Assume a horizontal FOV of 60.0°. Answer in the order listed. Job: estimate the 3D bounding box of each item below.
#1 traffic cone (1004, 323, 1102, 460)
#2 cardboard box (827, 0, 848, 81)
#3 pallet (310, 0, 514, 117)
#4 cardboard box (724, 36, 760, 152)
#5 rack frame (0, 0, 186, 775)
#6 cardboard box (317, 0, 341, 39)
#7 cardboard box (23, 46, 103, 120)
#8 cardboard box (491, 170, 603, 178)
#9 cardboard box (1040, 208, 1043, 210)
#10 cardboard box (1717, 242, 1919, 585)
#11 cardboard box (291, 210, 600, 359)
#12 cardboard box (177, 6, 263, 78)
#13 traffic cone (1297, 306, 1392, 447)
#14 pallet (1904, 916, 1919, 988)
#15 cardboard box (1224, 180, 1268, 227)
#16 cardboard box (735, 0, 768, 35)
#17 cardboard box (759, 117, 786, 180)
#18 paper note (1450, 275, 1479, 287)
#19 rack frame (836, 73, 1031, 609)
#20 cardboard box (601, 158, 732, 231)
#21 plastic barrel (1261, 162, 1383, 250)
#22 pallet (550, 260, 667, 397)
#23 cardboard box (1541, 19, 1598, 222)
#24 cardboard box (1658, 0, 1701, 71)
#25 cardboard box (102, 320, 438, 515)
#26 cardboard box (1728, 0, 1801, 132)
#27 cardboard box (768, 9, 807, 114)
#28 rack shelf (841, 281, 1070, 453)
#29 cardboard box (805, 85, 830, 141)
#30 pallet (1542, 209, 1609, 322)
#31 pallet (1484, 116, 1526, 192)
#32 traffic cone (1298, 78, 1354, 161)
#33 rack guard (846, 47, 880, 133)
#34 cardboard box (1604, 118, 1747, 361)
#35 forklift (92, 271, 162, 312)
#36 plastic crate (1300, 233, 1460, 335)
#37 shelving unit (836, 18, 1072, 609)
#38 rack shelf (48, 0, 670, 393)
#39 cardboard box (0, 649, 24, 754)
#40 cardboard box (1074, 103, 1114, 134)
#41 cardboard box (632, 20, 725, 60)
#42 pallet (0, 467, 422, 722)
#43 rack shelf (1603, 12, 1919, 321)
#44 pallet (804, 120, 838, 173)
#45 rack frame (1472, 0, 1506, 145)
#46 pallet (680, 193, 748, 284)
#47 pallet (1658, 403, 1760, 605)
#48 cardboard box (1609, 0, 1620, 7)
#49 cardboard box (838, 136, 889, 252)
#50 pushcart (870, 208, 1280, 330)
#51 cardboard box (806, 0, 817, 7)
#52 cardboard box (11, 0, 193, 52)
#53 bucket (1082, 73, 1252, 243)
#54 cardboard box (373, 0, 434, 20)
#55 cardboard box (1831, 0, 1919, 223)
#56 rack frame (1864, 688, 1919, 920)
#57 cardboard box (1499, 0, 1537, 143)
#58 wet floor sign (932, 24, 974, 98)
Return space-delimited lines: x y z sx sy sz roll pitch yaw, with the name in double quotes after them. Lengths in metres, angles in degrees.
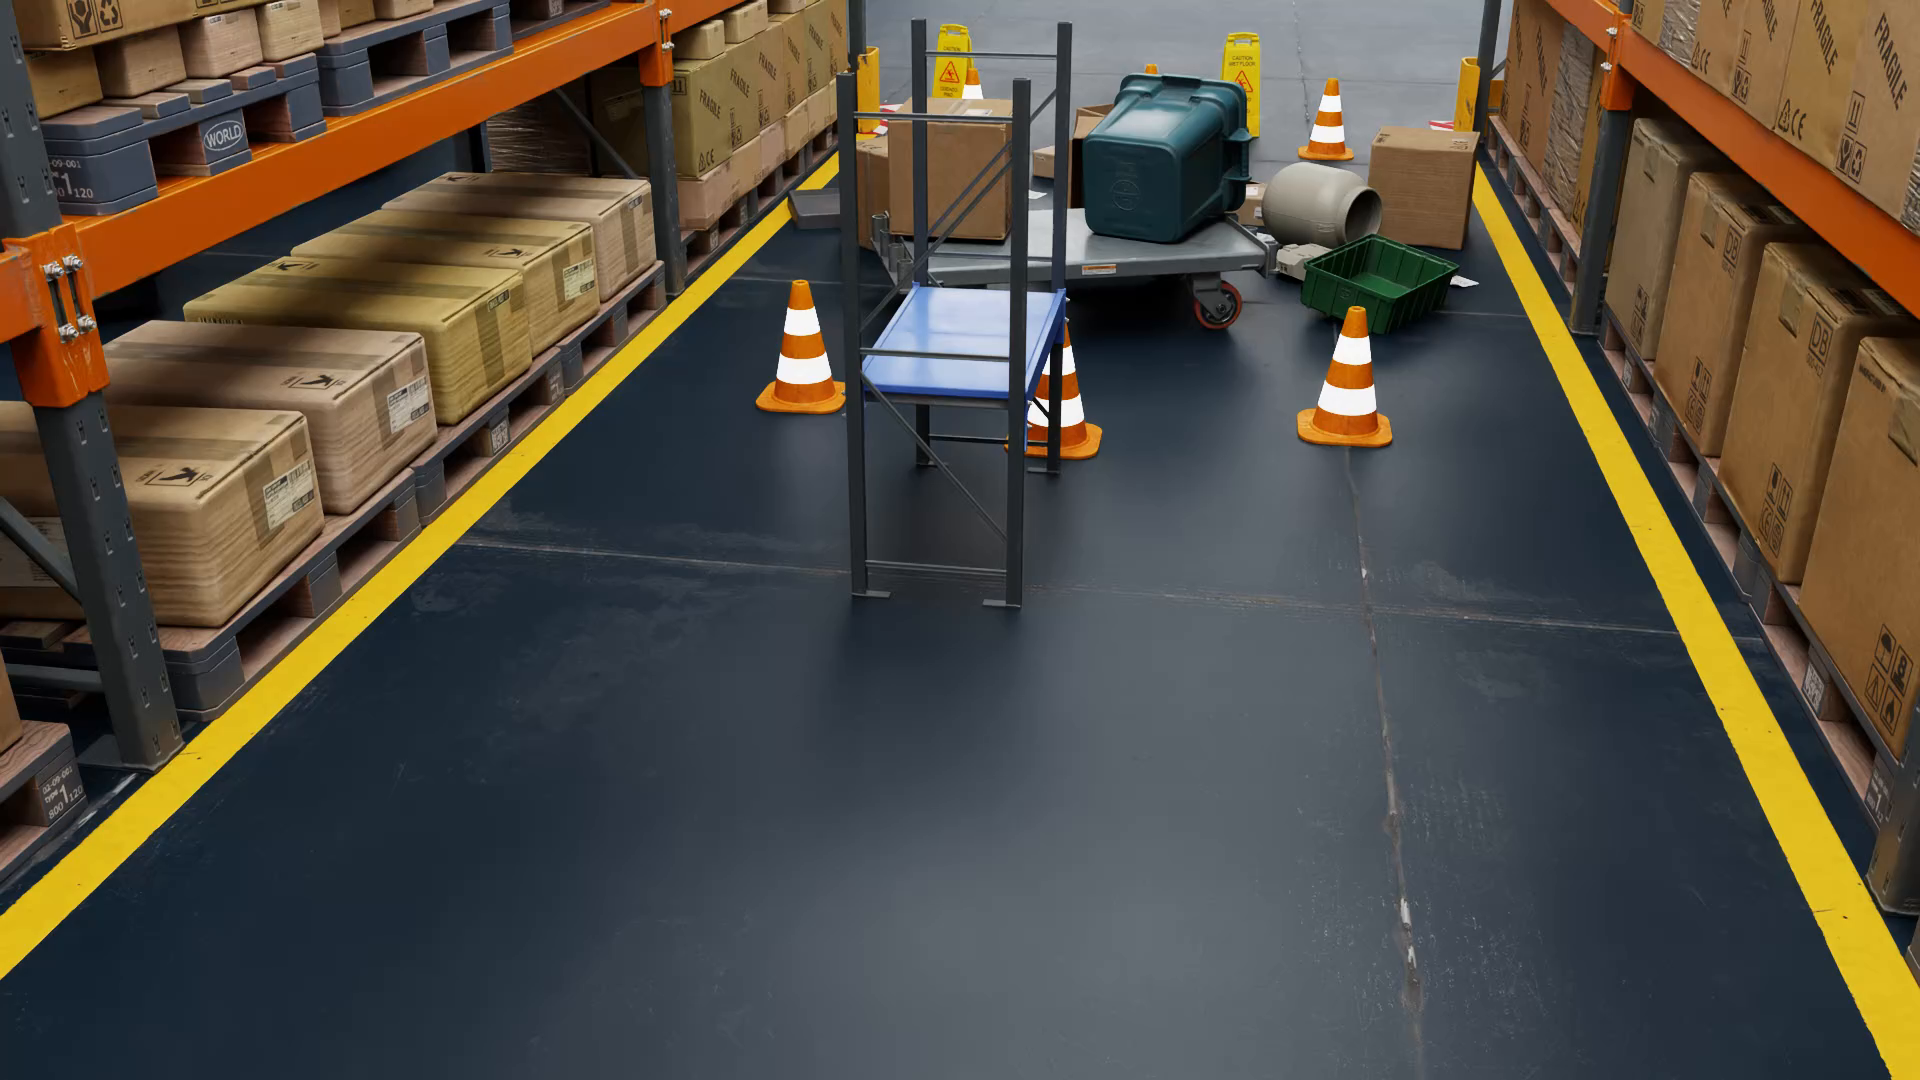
0.339 -0.568 5.917 0.336 0.463 0.334 4 25 9 "traffic cone"
-0.999 -3.127 10.256 0.500 0.500 0.500 4 25 9 "cardboard box"
-2.149 -1.594 5.343 1.003 0.211 1.213 4 25 9 "pallet"
-1.340 -2.260 8.404 0.500 0.500 0.500 5 26 11 "cardboard box"
-2.433 -0.850 3.527 1.000 3.000 0.127 4 25 9 "rack frame"
-1.999 -1.496 4.709 0.380 0.149 0.250 6 26 12 "cardboard box"
-2.196 -1.049 3.754 0.380 0.149 0.250 3 25 5 "cardboard box"
-1.947 -1.734 8.163 0.500 0.250 0.500 5 26 11 "cardboard box"
0.472 -1.477 8.091 0.258 0.266 0.396 -14 29 -27 "cardboard box"
2.795 -0.335 4.585 1.050 0.750 0.750 4 25 9 "cardboard box"
-1.976 -1.002 6.458 0.950 0.372 0.625 6 26 12 "cardboard box"
-2.026 -1.276 4.240 0.380 0.149 0.250 2 25 5 "cardboard box"
1.412 -0.617 6.022 0.336 0.463 0.334 4 25 9 "traffic cone"
2.338 1.041 2.778 1.003 0.211 1.213 4 25 9 "pallet"
1.585 -1.830 8.847 0.396 0.266 0.258 8 26 18 "cardboard box"
-1.213 -2.705 8.589 0.380 0.149 0.250 5 26 12 "cardboard box"
-1.256 -2.142 9.036 0.500 0.250 0.500 4 25 8 "cardboard box"
2.338 -1.222 7.823 0.147 0.020 0.142 -14 29 -27 "paper note"
-0.069 -0.502 4.554 0.500 1.500 0.032 4 25 9 "rack frame"
-1.416 -1.696 8.082 0.500 0.250 0.500 3 25 6 "cardboard box"
1.793 -1.636 8.246 0.421 0.421 0.512 -20 32 -36 "plastic barrel"
-1.905 -0.934 6.997 1.003 0.211 1.213 4 25 9 "pallet"
3.437 -2.085 8.178 0.875 0.875 0.875 4 25 9 "cardboard box"
2.688 -1.855 5.556 0.500 0.500 0.500 4 25 9 "cardboard box"
-2.218 -0.395 5.159 0.950 0.372 0.625 4 25 8 "cardboard box"
2.520 -1.434 4.657 0.500 0.500 0.500 4 25 9 "cardboard box"
-1.170 -2.698 9.339 0.500 0.500 0.500 3 25 7 "cardboard box"
0.014 -0.552 5.085 0.538 0.185 1.000 4 25 9 "rack shelf"
-1.084 -2.568 9.946 0.500 0.250 0.500 4 25 9 "cardboard box"
3.323 -1.272 7.718 1.003 0.211 1.213 4 25 9 "pallet"
3.721 -2.292 9.898 1.003 0.211 1.213 4 25 9 "pallet"
2.287 -2.622 10.306 0.336 0.463 0.334 4 25 9 "traffic cone"
-1.138 -3.032 11.137 1.175 0.500 0.348 4 25 9 "rack guard"
3.108 -1.128 6.279 1.050 0.750 0.750 4 25 8 "cardboard box"
-4.673 -2.765 7.701 1.130 2.935 3.031 -13 28 -25 "forklift"
1.857 -1.138 7.392 0.450 0.188 0.662 29 36 30 "plastic crate"
0.014 -0.715 5.008 0.538 1.500 1.048 4 25 9 "shelving unit"
-2.106 -1.360 5.467 1.077 0.370 4.000 4 25 9 "rack shelf"
-2.627 0.205 3.284 0.875 0.875 0.875 4 25 8 "cardboard box"
1.085 -2.155 9.260 0.797 0.503 0.637 -14 29 -27 "cardboard box"
-1.336 -2.377 7.889 0.380 0.149 0.250 4 25 9 "cardboard box"
-2.303 0.086 4.816 1.003 0.211 1.213 4 25 9 "pallet"
2.794 -1.060 4.824 1.077 0.370 4.000 4 25 9 "rack shelf"
-1.305 -2.564 10.478 1.003 0.211 1.213 4 25 9 "pallet"
3.775 -3.895 10.033 1.000 3.000 0.127 4 25 9 "rack frame"
-1.704 -1.543 8.298 1.003 0.211 1.213 4 25 9 "pallet"
2.872 -0.119 5.256 1.003 0.211 1.213 4 25 9 "pallet"
3.170 -2.445 6.759 0.875 0.550 0.550 4 25 9 "cardboard box"
-0.261 -1.746 8.387 0.500 0.500 0.500 -20 32 -36 "cardboard box"
0.479 -1.198 7.364 1.648 0.377 0.936 -5 25 -10 "pushcart"
-1.037 -3.158 9.556 0.380 0.149 0.250 4 25 9 "cardboard box"
-2.131 -1.392 3.722 0.500 0.500 0.500 3 25 7 "cardboard box"
0.869 -1.645 7.293 0.726 0.611 0.620 13 38 26 "bucket"
-1.884 -1.722 5.191 0.380 0.149 0.250 5 26 10 "cardboard box"
2.359 -1.010 3.751 0.500 0.500 0.500 4 25 9 "cardboard box"
2.467 -0.549 2.885 1.000 3.000 0.127 4 25 9 "rack frame"
3.729 -2.835 9.779 0.875 0.875 0.875 4 25 9 "cardboard box"
-0.038 -3.135 11.186 0.267 0.644 0.232 13 28 26 "wet floor sign"
